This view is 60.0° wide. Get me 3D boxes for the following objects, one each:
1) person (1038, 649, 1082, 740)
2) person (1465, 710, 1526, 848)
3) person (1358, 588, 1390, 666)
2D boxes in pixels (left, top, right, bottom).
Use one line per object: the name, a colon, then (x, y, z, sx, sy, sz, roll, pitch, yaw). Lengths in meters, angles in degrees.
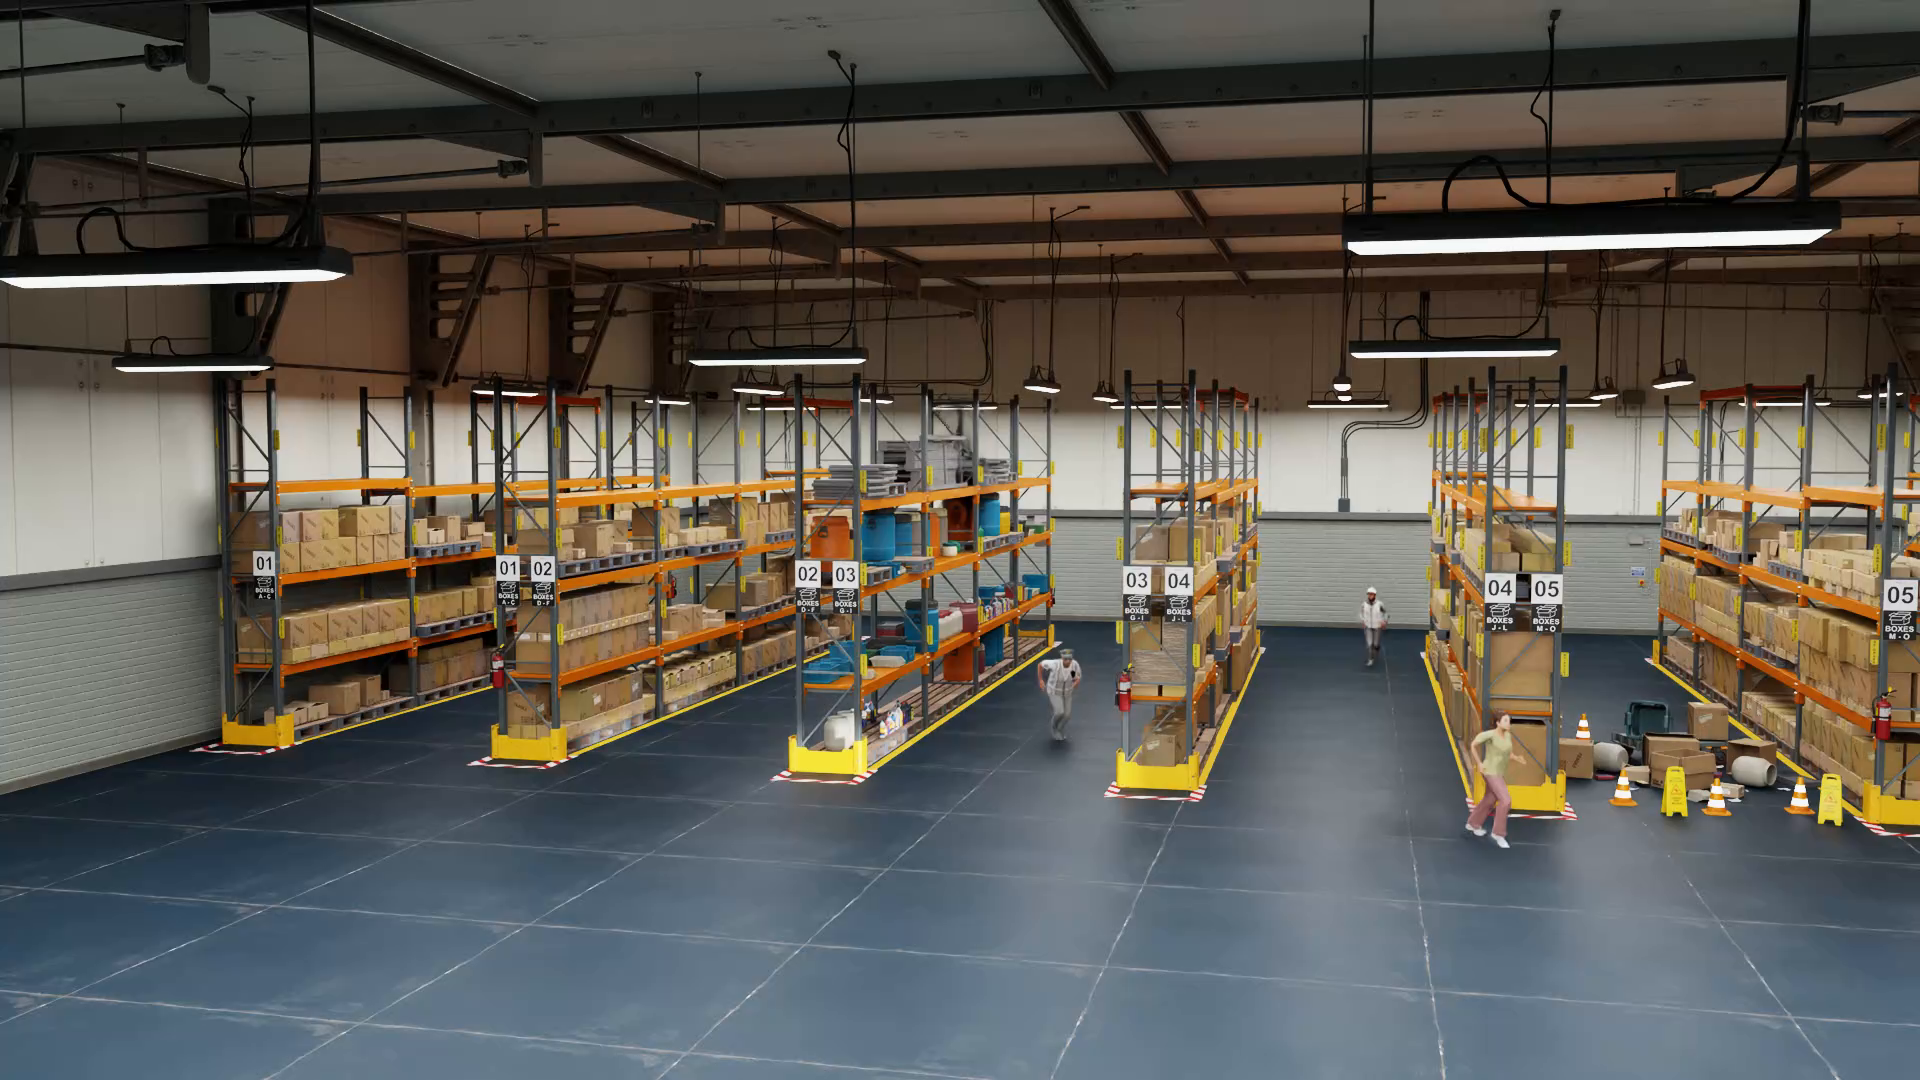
person: (1.644, 2.558, 27.468, 0.699, 1.572, 0.943, -1, 4, -14)
person: (6.624, 2.961, 20.659, 0.515, 1.693, 0.821, -3, 4, -40)
person: (9.177, 1.928, 36.934, 0.674, 1.738, 0.653, 1, 4, 23)
